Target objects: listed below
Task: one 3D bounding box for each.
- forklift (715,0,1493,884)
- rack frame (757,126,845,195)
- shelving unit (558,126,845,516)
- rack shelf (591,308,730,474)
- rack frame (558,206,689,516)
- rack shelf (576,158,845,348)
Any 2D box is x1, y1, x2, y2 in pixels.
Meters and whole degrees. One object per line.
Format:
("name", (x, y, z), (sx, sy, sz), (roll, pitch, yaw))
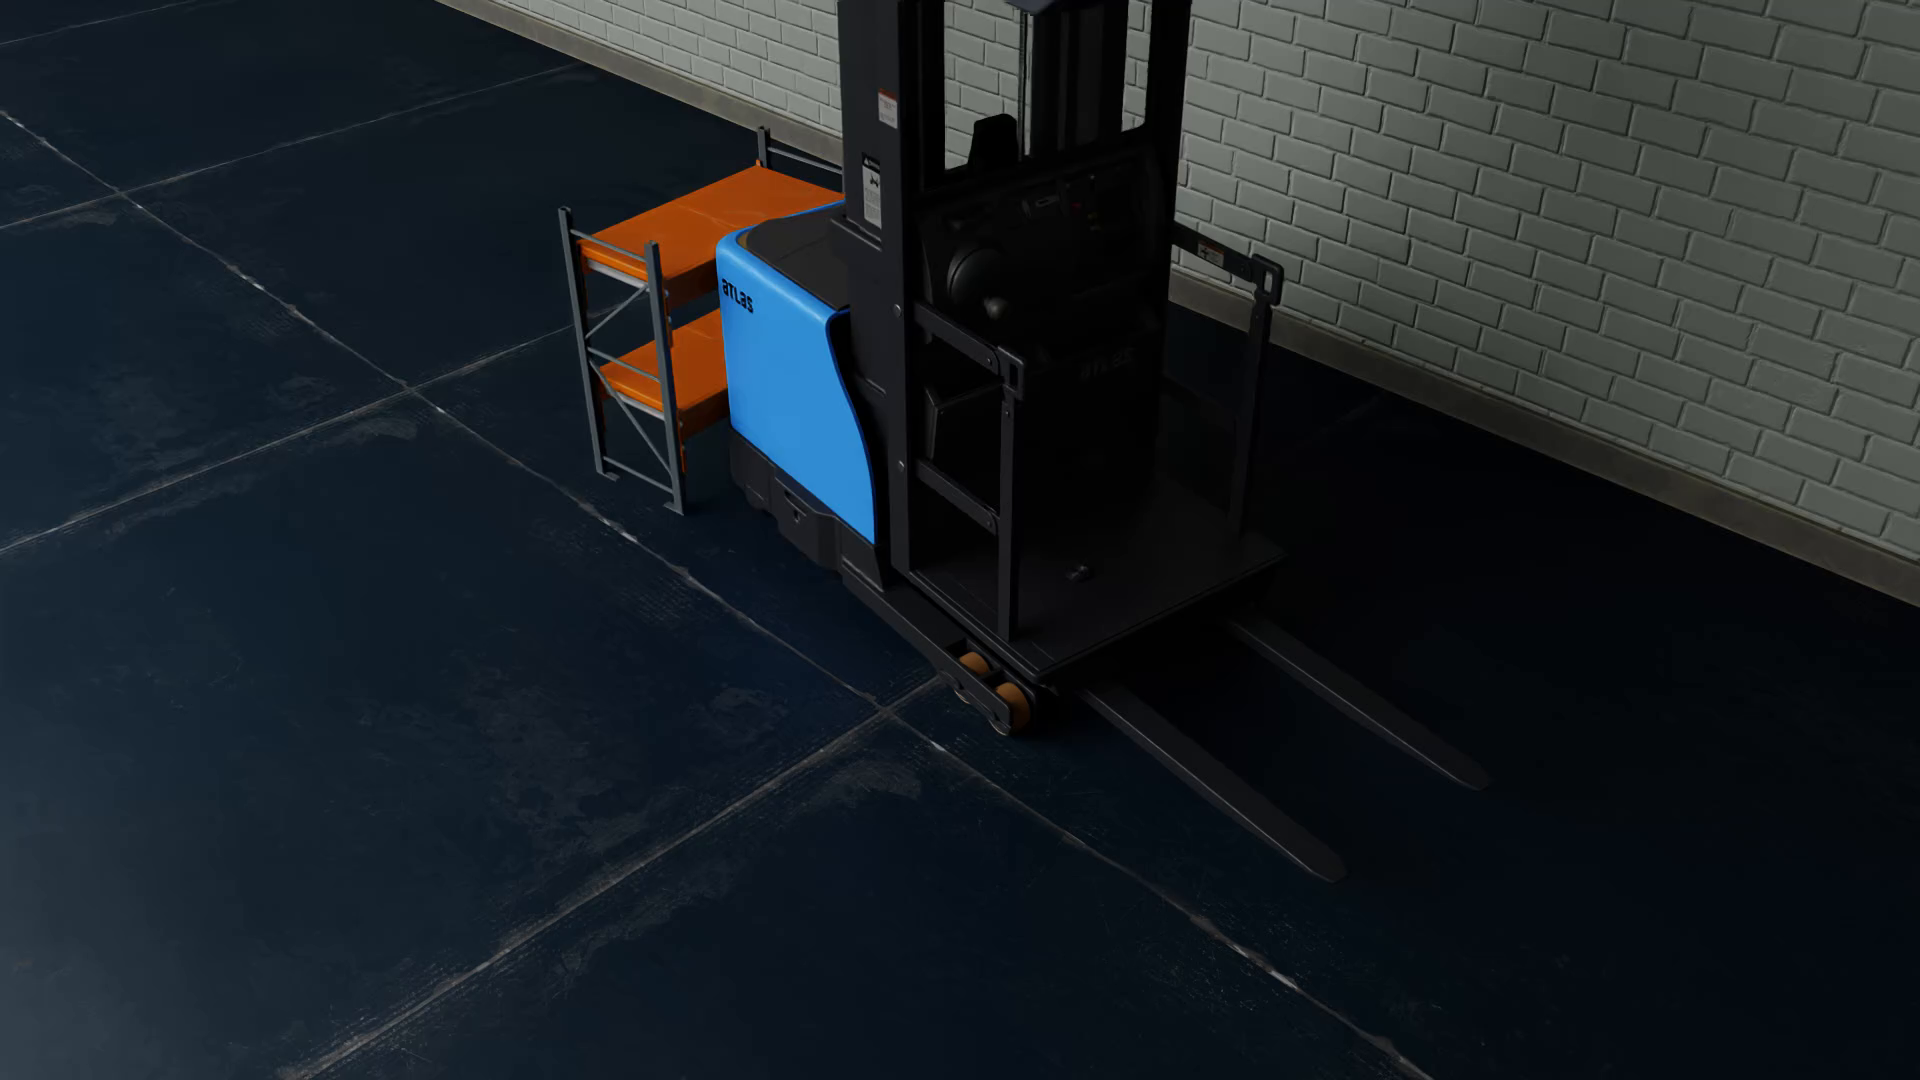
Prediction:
("forklift", (0.388, -0.895, 4.971), (1.130, 2.935, 3.031), (-23, 41, -29))
("rack frame", (-0.608, -1.103, 6.848), (0.500, 1.125, 0.032), (25, 42, 31))
("shelving unit", (-0.928, -0.877, 6.524), (0.538, 1.125, 1.048), (25, 42, 31))
("rack shelf", (-0.928, -0.676, 6.664), (0.538, 0.278, 1.000), (25, 42, 31))
("rack frame", (-1.248, -0.651, 6.200), (0.500, 1.125, 0.032), (25, 42, 31))
("rack shelf", (-0.928, -1.117, 6.356), (0.538, 0.278, 1.000), (25, 42, 31))
